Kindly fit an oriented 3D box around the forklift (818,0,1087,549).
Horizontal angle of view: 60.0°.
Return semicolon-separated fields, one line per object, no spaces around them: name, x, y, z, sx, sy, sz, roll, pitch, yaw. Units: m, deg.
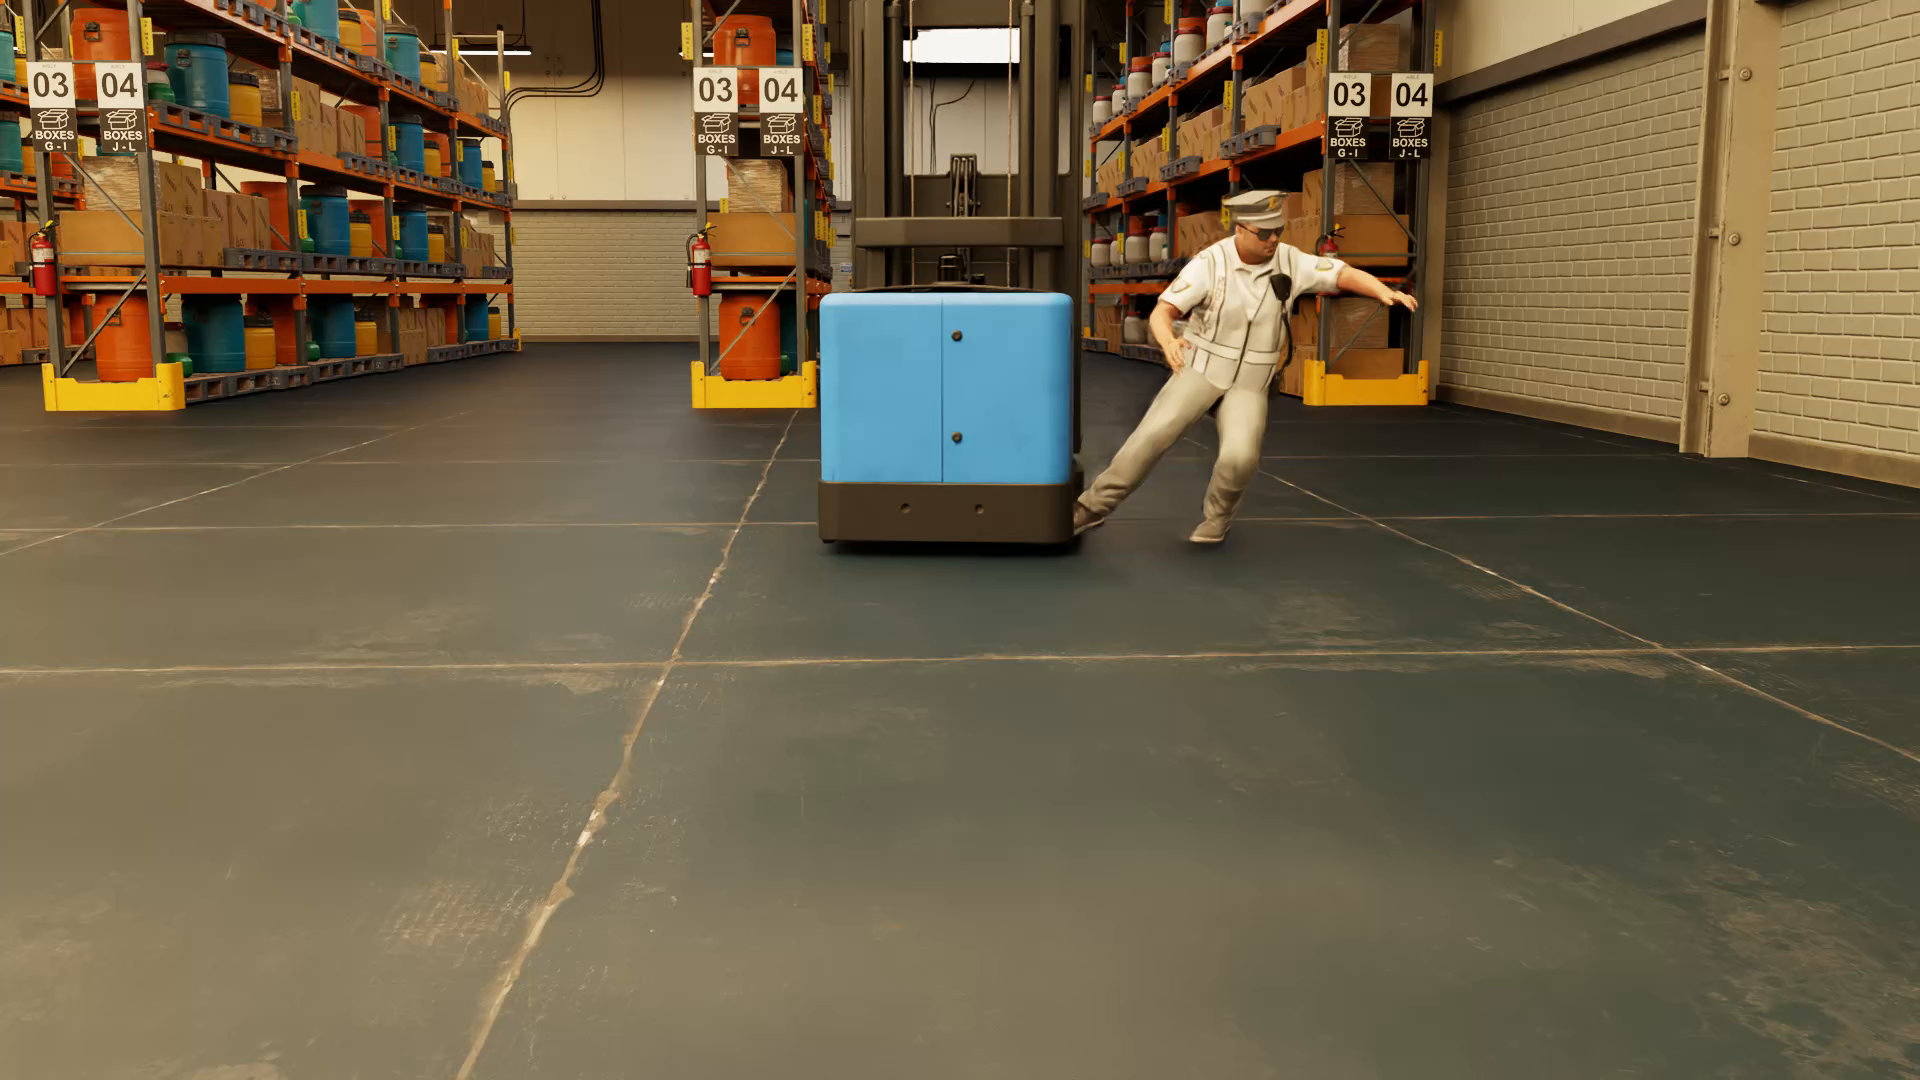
forklift;0.054;-1.593;8.057;1.130;2.935;3.031;1;8;5

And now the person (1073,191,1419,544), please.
person;1.047;-0.693;6.869;1.440;1.467;0.881;-1;8;-4
